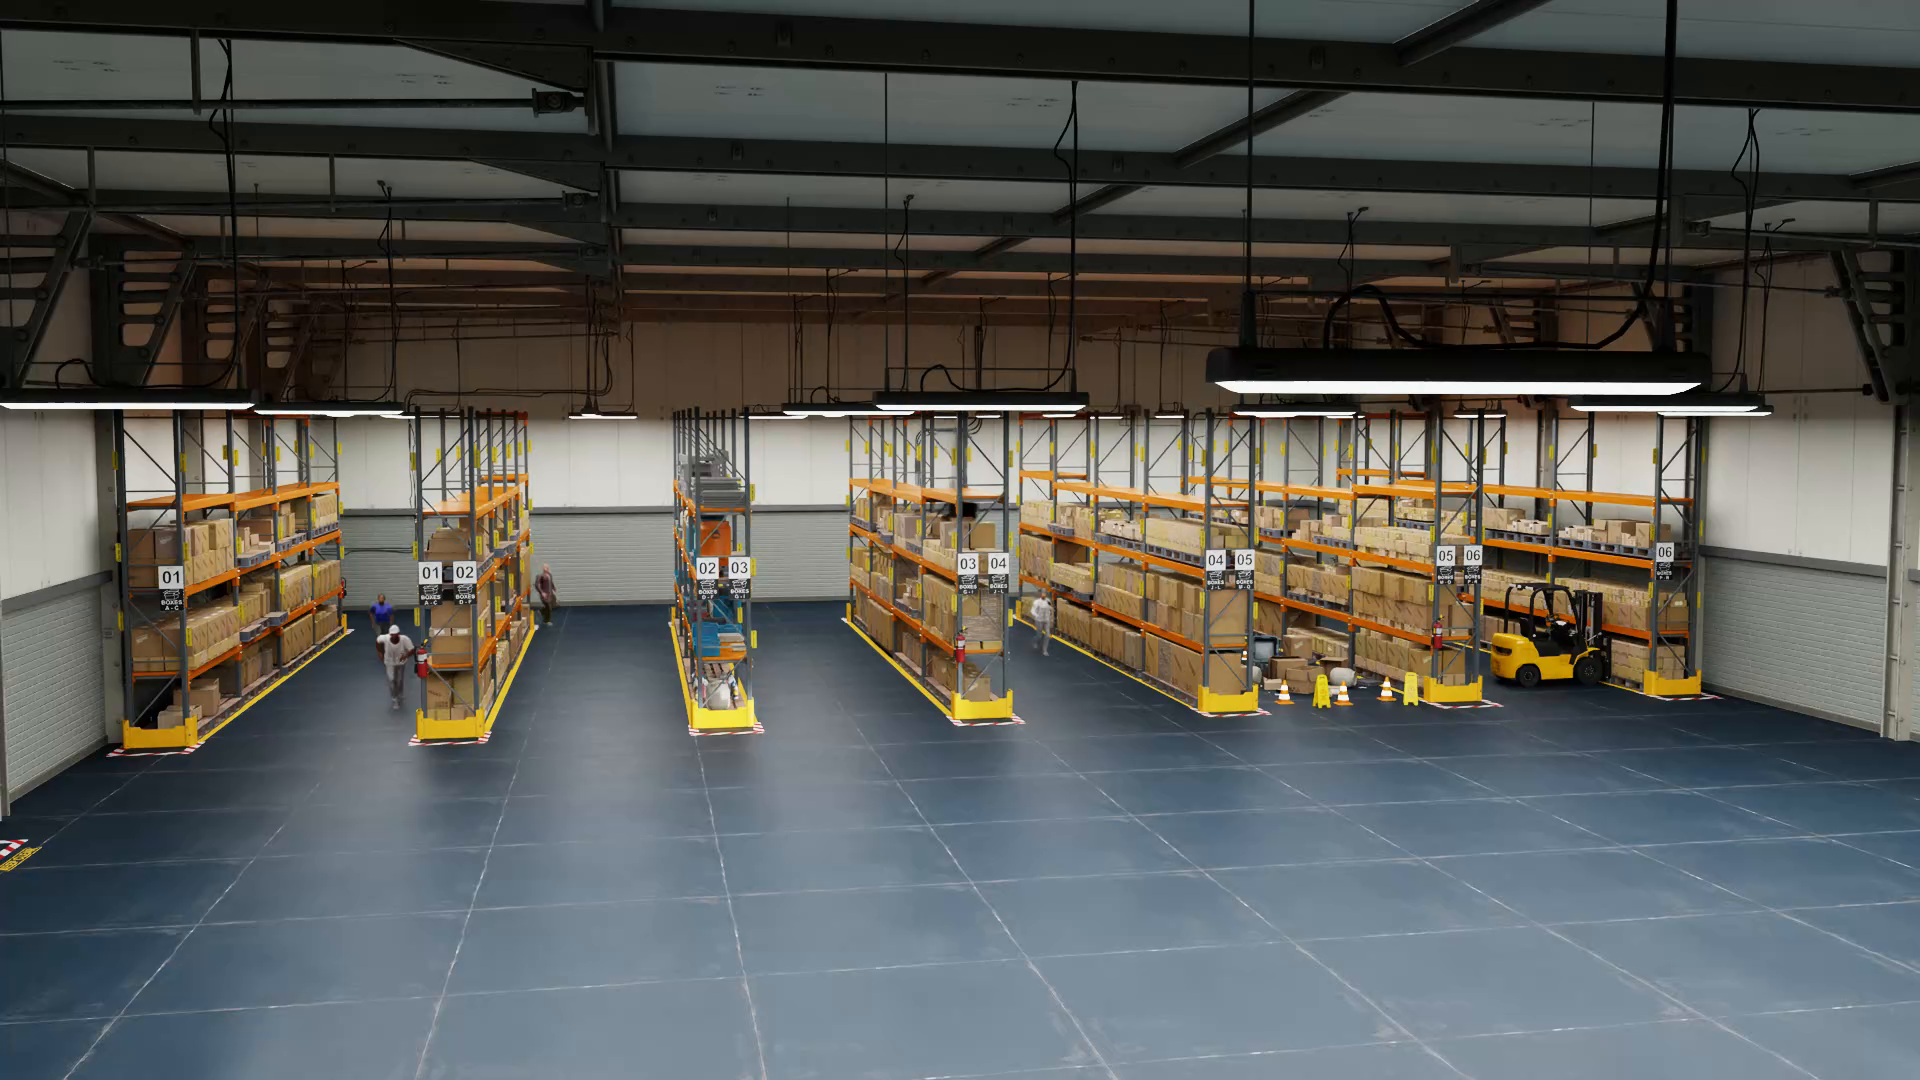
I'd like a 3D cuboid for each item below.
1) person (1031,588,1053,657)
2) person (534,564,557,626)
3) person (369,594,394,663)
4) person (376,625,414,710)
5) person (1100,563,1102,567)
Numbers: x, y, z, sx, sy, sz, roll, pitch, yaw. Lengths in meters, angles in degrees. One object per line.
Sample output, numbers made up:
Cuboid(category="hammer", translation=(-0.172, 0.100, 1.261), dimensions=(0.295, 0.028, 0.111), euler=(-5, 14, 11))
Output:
Cuboid(category="person", translation=(2.017, 1.987, 40.870), dimensions=(0.605, 1.672, 0.840), euler=(-1, 4, -16))
Cuboid(category="person", translation=(-11.649, 1.538, 46.804), dimensions=(0.565, 1.744, 0.746), euler=(2, 4, 22))
Cuboid(category="person", translation=(-13.846, 2.089, 39.839), dimensions=(0.559, 1.640, 0.836), euler=(-1, 4, -20))
Cuboid(category="person", translation=(-11.359, 2.528, 33.485), dimensions=(0.746, 1.715, 1.060), euler=(-1, 4, -13))
Cuboid(category="person", translation=(4.107, 1.511, 47.397), dimensions=(0.655, 1.723, 0.813), euler=(-2, 5, -31))
